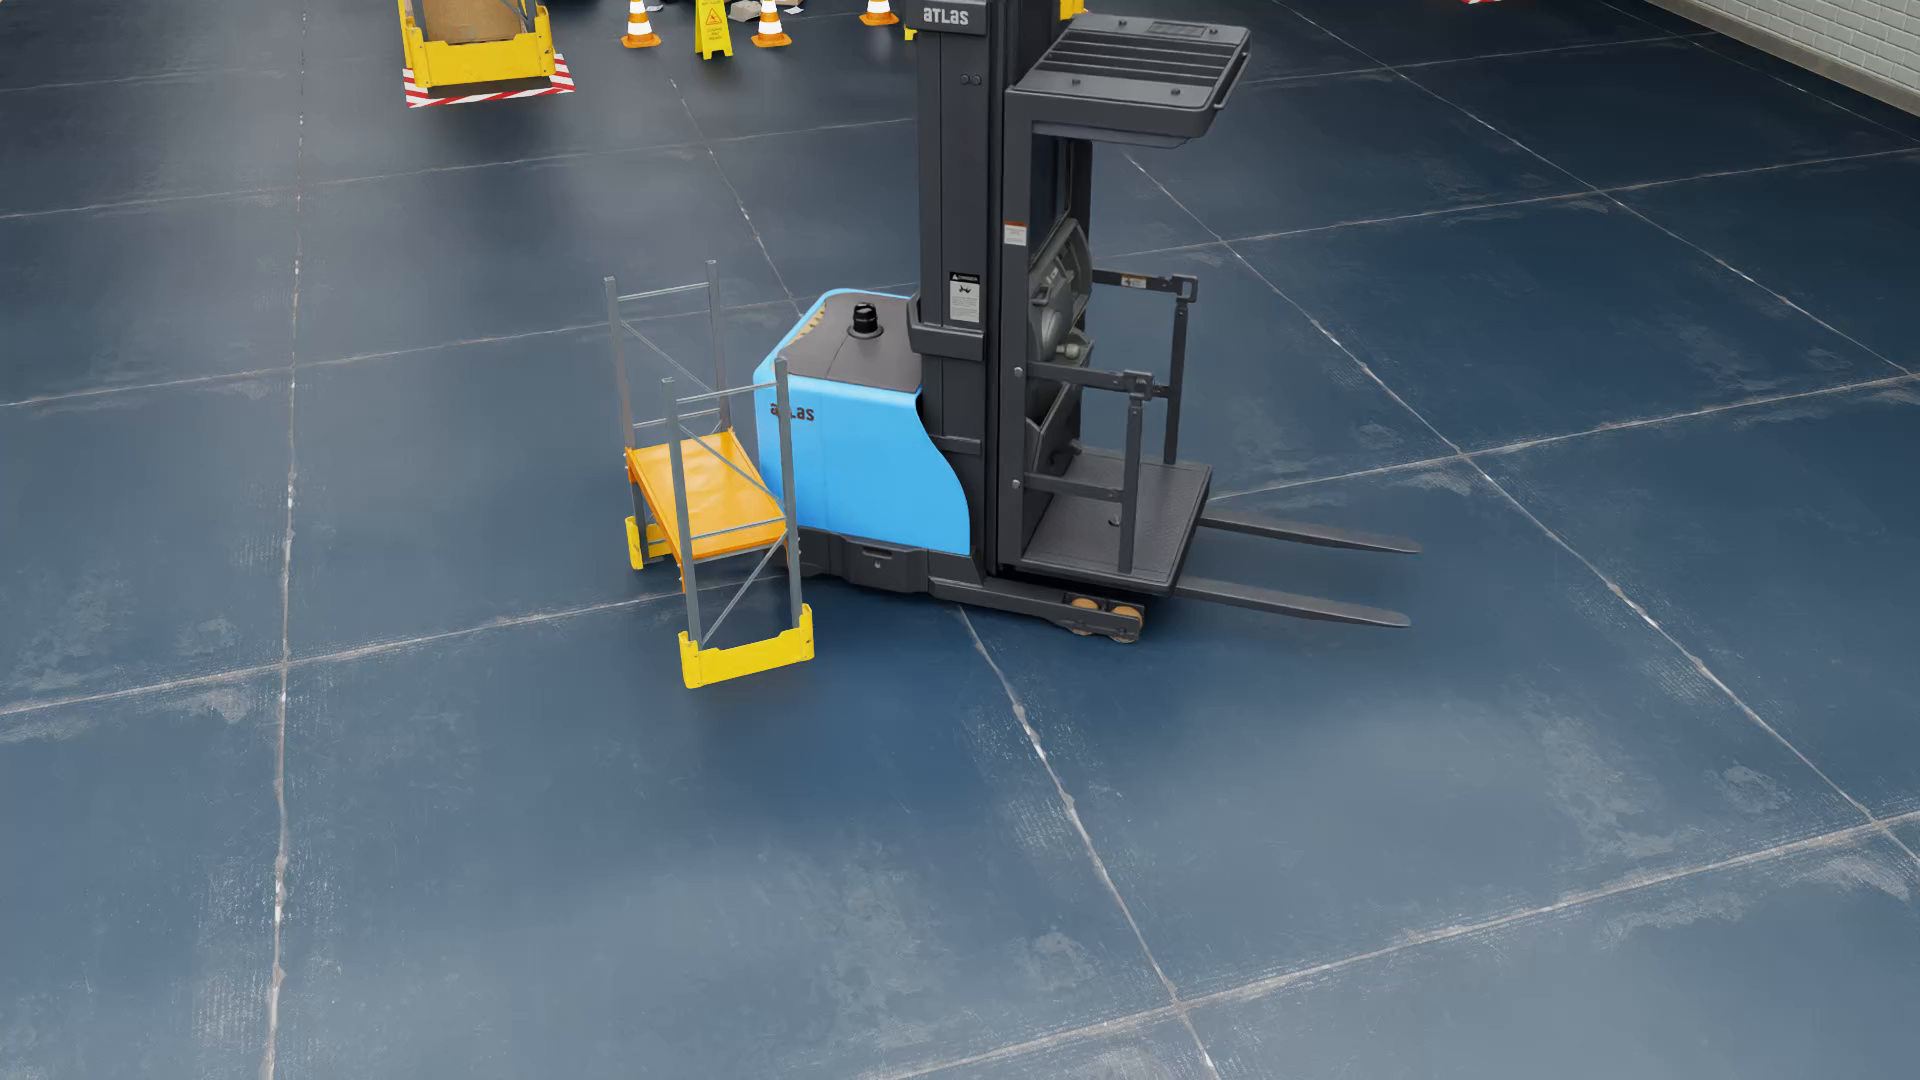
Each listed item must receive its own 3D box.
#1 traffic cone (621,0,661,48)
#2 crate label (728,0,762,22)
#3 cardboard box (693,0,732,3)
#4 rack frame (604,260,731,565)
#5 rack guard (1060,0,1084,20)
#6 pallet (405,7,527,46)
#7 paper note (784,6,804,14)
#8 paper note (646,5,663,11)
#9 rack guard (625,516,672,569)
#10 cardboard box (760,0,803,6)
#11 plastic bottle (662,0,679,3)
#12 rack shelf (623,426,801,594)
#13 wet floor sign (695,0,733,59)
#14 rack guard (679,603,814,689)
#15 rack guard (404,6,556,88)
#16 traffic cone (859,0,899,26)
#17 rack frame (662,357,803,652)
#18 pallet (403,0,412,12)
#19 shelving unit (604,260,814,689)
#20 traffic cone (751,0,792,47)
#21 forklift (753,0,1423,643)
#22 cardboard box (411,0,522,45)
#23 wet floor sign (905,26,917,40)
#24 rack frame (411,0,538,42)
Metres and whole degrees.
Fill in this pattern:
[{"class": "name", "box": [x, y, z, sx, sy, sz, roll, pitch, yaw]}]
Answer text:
[{"class": "traffic cone", "box": [-2.894, -4.717, 14.969, 0.336, 0.463, 0.334, -10, 35, -15]}, {"class": "crate label", "box": [-2.013, -4.995, 15.685, 0.298, 0.136, 0.250, 27, 42, 34]}, {"class": "cardboard box", "box": [-2.348, -5.598, 16.266, 0.637, 0.503, 0.797, 19, 38, 26]}, {"class": "rack frame", "box": [-1.319, -0.563, 7.742, 0.500, 1.500, 0.032, -13, 36, -19]}, {"class": "rack guard", "box": [0.576, -5.140, 15.576, 1.175, 0.500, 0.348, -10, 35, -15]}, {"class": "pallet", "box": [-4.403, -4.501, 14.870, 1.003, 0.211, 1.213, -10, 35, -15]}, {"class": "paper note", "box": [-1.585, -5.066, 15.889, 0.148, 0.019, 0.142, -23, 40, -31]}, {"class": "paper note", "box": [-2.933, -5.105, 15.950, 0.144, 0.017, 0.142, 1, 33, 2]}, {"class": "rack guard", "box": [-1.318, -0.041, 8.086, 0.587, 0.250, 0.087, -13, 36, -19]}, {"class": "cardboard box", "box": [-1.725, -5.302, 16.139, 0.380, 0.149, 0.250, 7, 34, 10]}, {"class": "plastic bottle", "box": [-2.871, -5.308, 16.227, 0.133, 0.061, 0.283, -23, 40, -31]}, {"class": "rack shelf", "box": [-1.123, -0.155, 7.450, 0.538, 0.185, 1.000, -13, 36, -19]}, {"class": "wet floor sign", "box": [-2.190, -4.593, 14.616, 0.267, 0.644, 0.232, -16, 37, -23]}, {"class": "rack guard", "box": [-0.934, 0.465, 7.319, 0.587, 0.250, 0.087, -13, 36, -19]}, {"class": "rack guard", "box": [-4.077, -4.202, 14.156, 1.175, 0.500, 0.348, -10, 35, -15]}, {"class": "traffic cone", "box": [-0.761, -5.094, 15.539, 0.336, 0.463, 0.334, -10, 35, -15]}, {"class": "rack frame", "box": [-0.927, -0.046, 6.960, 0.500, 1.500, 0.032, -13, 36, -19]}, {"class": "pallet", "box": [-4.771, -5.141, 15.838, 1.003, 0.211, 1.213, -10, 35, -15]}, {"class": "shelving unit", "box": [-1.126, -0.309, 7.358, 0.587, 1.500, 1.083, -13, 36, -19]}, {"class": "traffic cone", "box": [-1.714, -4.729, 14.986, 0.336, 0.463, 0.334, -10, 35, -15]}, {"class": "forklift", "box": [0.628, -1.085, 7.234, 3.031, 2.935, 1.130, 10, 35, 15]}, {"class": "cardboard box", "box": [-4.354, -4.892, 14.478, 0.875, 0.875, 0.875, -10, 35, -14]}, {"class": "wet floor sign", "box": [-0.362, -4.881, 15.052, 0.267, 0.644, 0.232, 1, 33, 2]}, {"class": "rack frame", "box": [-4.085, -5.258, 13.486, 1.000, 3.000, 0.127, -10, 35, -15]}]
